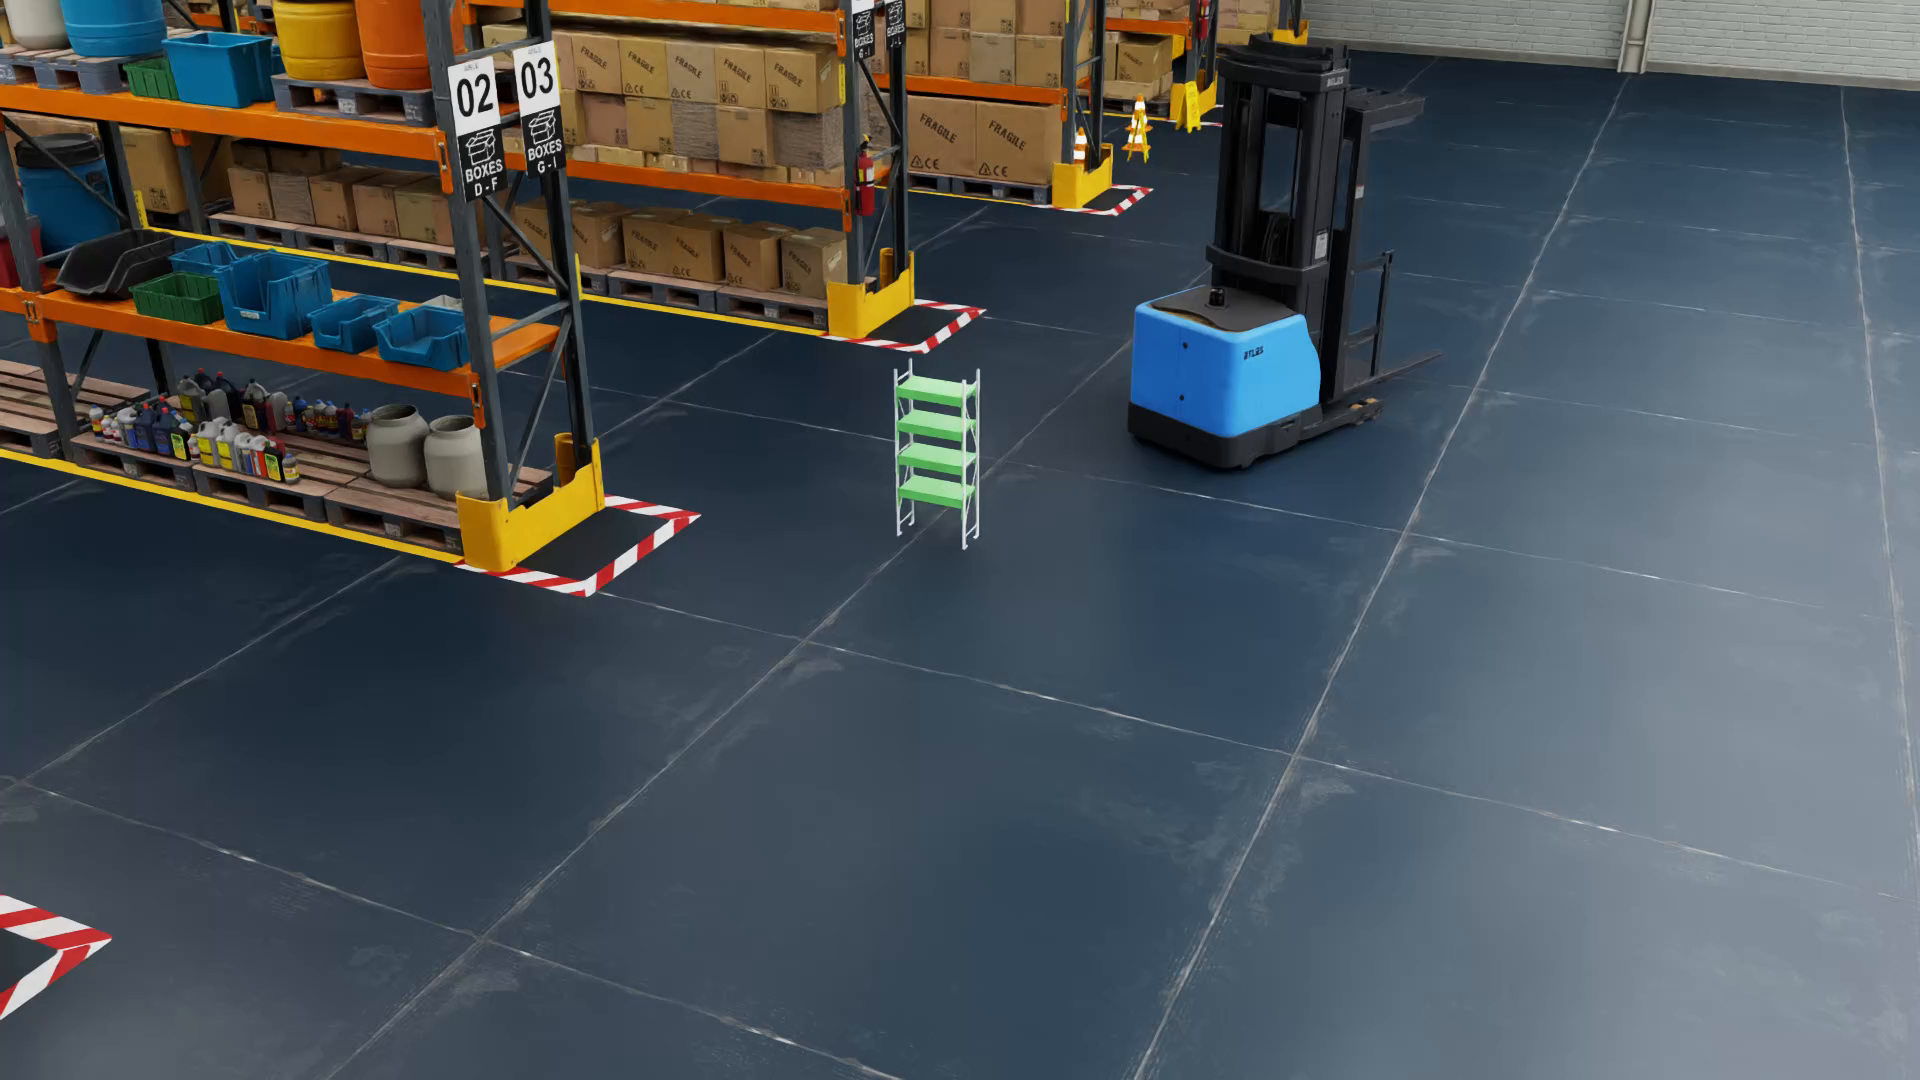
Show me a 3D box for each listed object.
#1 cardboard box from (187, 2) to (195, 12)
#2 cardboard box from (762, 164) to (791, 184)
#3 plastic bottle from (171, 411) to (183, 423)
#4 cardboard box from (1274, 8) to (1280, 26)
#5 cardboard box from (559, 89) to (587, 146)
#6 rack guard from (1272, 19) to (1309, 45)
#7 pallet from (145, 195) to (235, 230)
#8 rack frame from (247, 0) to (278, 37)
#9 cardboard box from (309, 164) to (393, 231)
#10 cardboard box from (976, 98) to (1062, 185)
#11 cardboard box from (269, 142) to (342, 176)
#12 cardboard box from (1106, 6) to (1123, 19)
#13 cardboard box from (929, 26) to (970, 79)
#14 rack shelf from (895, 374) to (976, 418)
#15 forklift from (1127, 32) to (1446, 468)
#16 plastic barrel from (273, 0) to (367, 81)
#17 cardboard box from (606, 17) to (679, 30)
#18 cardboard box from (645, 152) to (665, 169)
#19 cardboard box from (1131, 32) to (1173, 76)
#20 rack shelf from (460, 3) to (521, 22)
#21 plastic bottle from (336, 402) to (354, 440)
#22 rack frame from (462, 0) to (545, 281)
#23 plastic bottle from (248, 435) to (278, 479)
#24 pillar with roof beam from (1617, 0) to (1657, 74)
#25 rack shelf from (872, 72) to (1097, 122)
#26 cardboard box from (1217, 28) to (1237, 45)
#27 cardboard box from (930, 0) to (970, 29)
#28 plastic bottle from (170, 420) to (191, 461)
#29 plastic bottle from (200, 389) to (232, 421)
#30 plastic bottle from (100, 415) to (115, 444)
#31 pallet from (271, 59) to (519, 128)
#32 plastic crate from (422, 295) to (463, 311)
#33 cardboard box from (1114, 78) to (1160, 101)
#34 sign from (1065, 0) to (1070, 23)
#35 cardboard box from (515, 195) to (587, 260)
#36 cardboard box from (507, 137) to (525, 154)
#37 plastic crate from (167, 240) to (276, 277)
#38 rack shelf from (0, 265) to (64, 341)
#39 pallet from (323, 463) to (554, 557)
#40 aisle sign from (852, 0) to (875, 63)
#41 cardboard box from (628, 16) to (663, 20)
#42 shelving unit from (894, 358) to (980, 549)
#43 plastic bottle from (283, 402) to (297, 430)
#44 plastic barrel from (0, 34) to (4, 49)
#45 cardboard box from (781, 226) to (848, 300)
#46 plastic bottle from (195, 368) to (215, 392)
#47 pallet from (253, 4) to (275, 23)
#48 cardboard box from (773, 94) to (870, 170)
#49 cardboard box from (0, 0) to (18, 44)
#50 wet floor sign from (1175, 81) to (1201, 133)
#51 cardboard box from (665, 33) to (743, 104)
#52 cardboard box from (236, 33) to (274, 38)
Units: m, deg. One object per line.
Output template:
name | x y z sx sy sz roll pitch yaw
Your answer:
cardboard box | -10.859 -7.574 23.521 0.250 0.149 0.380 10 28 20
cardboard box | -1.562 -3.315 14.871 0.250 0.149 0.380 11 28 22
plastic bottle | -5.688 -0.808 12.086 0.097 0.271 0.097 0 26 0
cardboard box | 5.070 -8.717 27.631 0.500 0.250 0.500 12 29 23
cardboard box | -3.558 -4.084 15.700 0.500 0.500 0.875 11 28 22
rack guard | 5.434 -8.243 27.426 0.348 0.500 1.175 11 28 22
pallet | -8.710 -3.774 18.676 1.213 0.211 1.003 11 28 22
rack frame | -9.520 -7.557 23.204 0.127 3.000 1.000 11 28 22
cardboard box | -6.376 -3.614 17.527 0.500 0.500 0.700 14 29 26
cardboard box | 0.759 -4.696 19.322 0.875 0.875 0.875 12 28 22
cardboard box | -6.914 -4.059 17.582 0.500 0.250 0.500 15 30 28
cardboard box | 2.184 -7.334 23.034 0.250 0.149 0.380 12 29 23
cardboard box | 0.080 -5.725 19.312 0.550 0.550 0.875 11 28 22
rack shelf | -0.151 -0.942 10.863 0.480 0.148 0.258 11 28 22
forklift | 2.728 -2.373 12.752 3.031 2.935 1.130 -21 33 -36
plastic barrel | -3.882 -3.172 10.212 0.600 0.588 0.600 0 26 0
cardboard box | -2.948 -4.591 15.598 0.500 0.500 0.500 11 28 22
cardboard box | -2.694 -3.549 15.348 0.250 0.149 0.380 11 28 22
cardboard box | 2.719 -6.926 23.710 0.500 0.500 0.500 10 28 20
rack shelf | -6.203 -5.507 16.459 4.000 0.370 1.077 11 28 22
plastic bottle | -4.511 -0.880 12.219 0.133 0.283 0.061 12 29 23
rack frame | -4.382 -4.119 16.220 0.127 3.000 1.000 11 28 22
plastic bottle | -4.863 -0.588 11.634 0.135 0.276 0.152 12 28 22
pillar with roof beam | 8.831 -9.722 20.808 0.400 9.000 9.100 11 28 22
rack shelf | -0.417 -5.406 19.649 4.000 0.370 1.077 11 28 22
cardboard box | 4.405 -8.377 27.506 0.500 0.250 0.500 11 28 22
cardboard box | 0.090 -6.219 19.093 0.550 0.550 0.875 11 28 22
plastic bottle | -5.565 -0.710 11.874 0.133 0.283 0.061 13 29 24
plastic bottle | -5.591 -1.002 12.474 0.135 0.276 0.152 11 28 22
plastic bottle | -6.232 -0.816 12.182 0.097 0.201 0.097 0 26 0
pallet | -3.504 -2.848 10.456 1.213 0.211 1.003 11 28 22
plastic crate | -3.473 -1.571 11.343 0.250 0.136 0.298 11 28 22
cardboard box | 2.492 -6.371 23.432 0.500 0.250 0.500 11 28 22
sign | 1.167 -5.773 18.002 0.005 0.325 0.100 11 28 22
cardboard box | -4.035 -3.097 16.498 0.500 0.500 0.500 10 28 20
cardboard box | -4.089 -3.795 15.846 0.250 0.149 0.380 11 28 22
plastic crate | -5.313 -1.967 12.018 0.616 0.251 0.499 11 28 22
rack shelf | -8.253 -2.170 13.076 4.000 0.370 1.077 11 28 22
pallet | -3.617 -0.291 11.601 1.213 0.211 1.003 11 28 22
aisle sign | -0.809 -4.422 13.892 0.004 0.787 0.394 11 28 22
cardboard box | -3.743 -6.312 20.562 0.500 0.500 0.500 12 29 22
shelving unit | -0.151 -0.569 11.046 0.503 1.200 0.258 11 28 22
plastic bottle | -4.993 -0.931 12.416 0.097 0.201 0.097 0 26 0
plastic barrel | -6.985 -3.704 11.413 0.708 0.901 0.600 11 28 22
cardboard box | -1.303 -2.575 15.439 0.500 0.500 0.500 17 31 31
plastic bottle | -5.727 -1.134 12.659 0.185 0.351 0.144 11 28 20
pallet | -8.884 -7.273 22.844 1.213 0.211 1.003 11 28 22
cardboard box | -1.231 -3.677 14.873 0.500 0.500 0.875 11 28 22
cardboard box | -10.460 -5.833 18.452 0.637 0.503 0.797 12 29 22
wet floor sign | 3.091 -5.851 22.403 0.232 0.644 0.267 23 35 39
cardboard box | -2.256 -4.197 14.797 0.500 0.500 0.500 11 28 22
cardboard box | -7.516 -5.001 17.423 0.500 0.500 0.500 8 27 15
